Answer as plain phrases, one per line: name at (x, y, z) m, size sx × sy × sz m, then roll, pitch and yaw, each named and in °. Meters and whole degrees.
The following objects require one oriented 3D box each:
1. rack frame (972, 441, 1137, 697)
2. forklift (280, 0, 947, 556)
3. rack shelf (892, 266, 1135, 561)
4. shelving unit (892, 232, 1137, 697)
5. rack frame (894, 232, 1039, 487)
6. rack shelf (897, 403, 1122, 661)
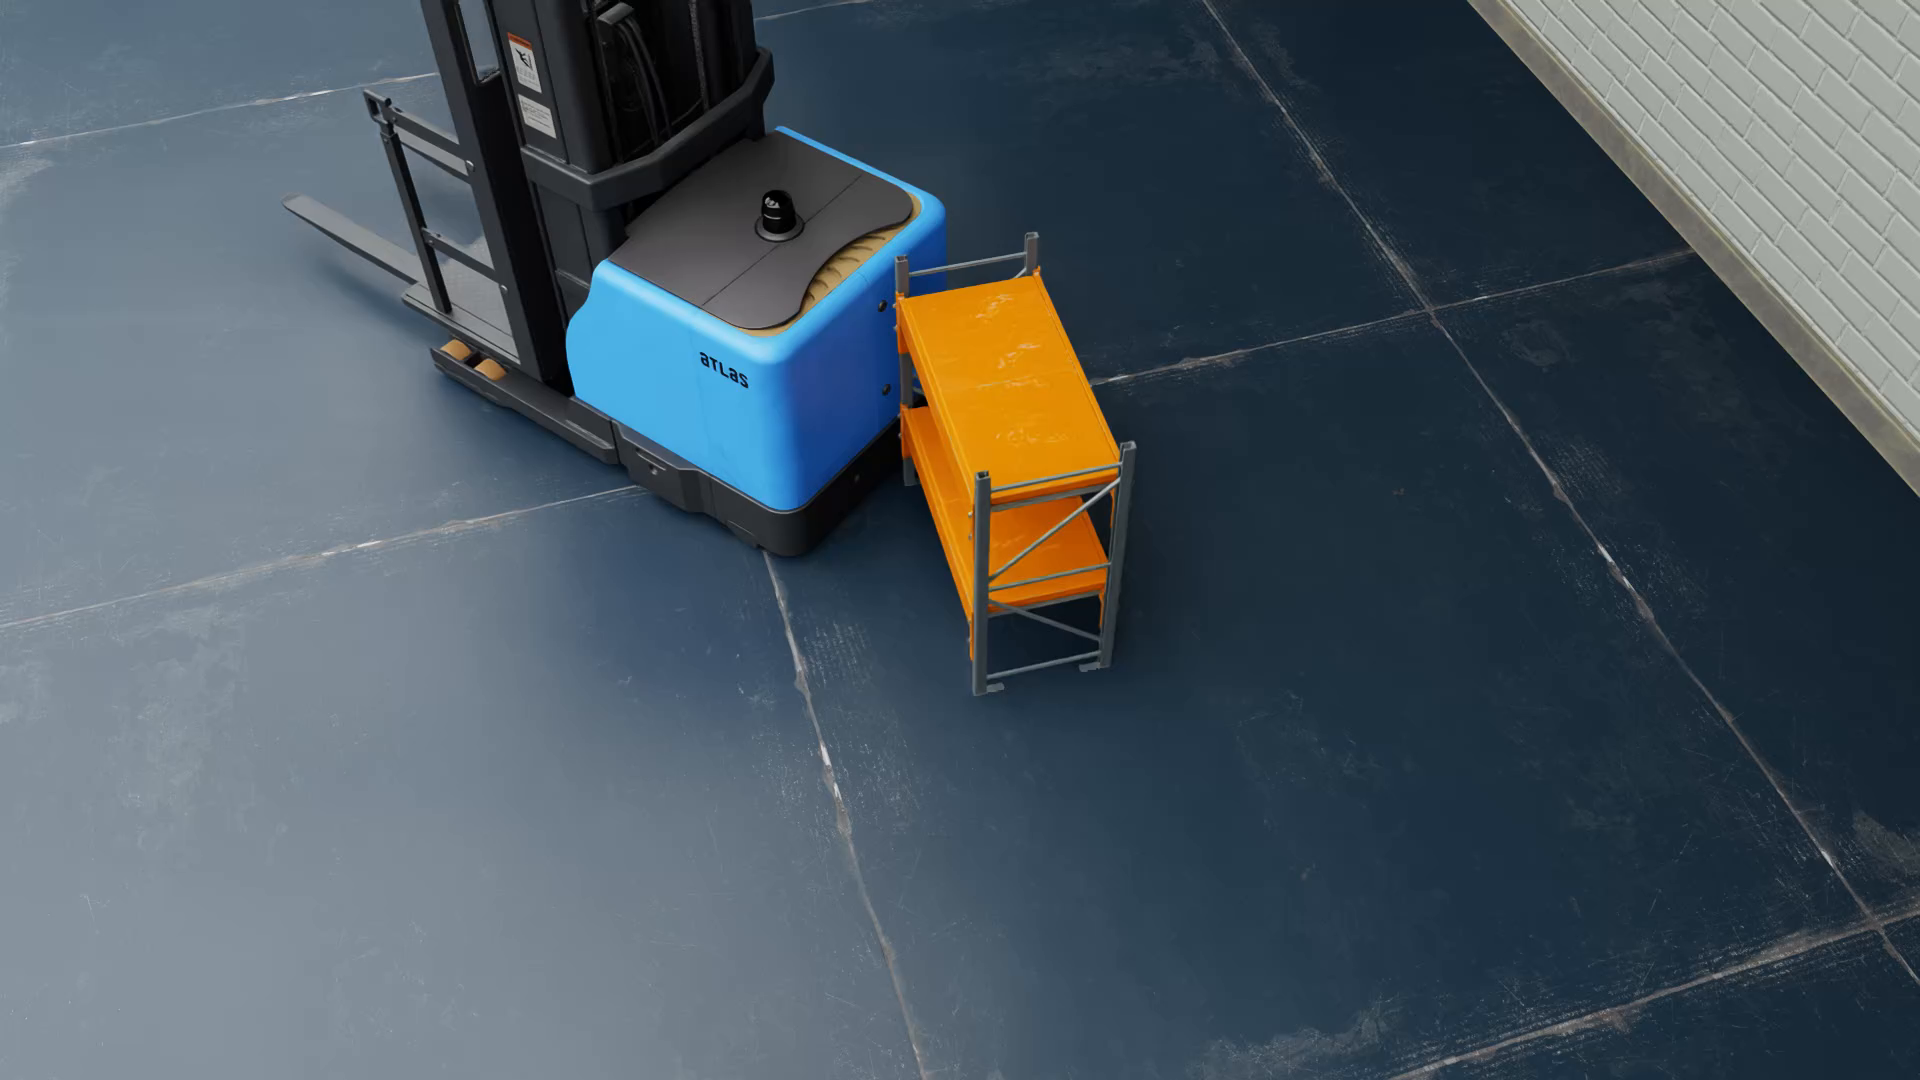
rack frame at (0.288, 0.123, 5.410) m, size 0.500 × 1.125 × 0.032 m, roll -12°, pitch 51°, yaw -10°
forklift at (-1.525, -1.808, 5.857) m, size 3.031 × 2.935 × 1.130 m, roll 29°, pitch 56°, yaw 22°
rack shelf at (0.156, -0.441, 5.503) m, size 0.538 × 0.278 × 1.000 m, roll -12°, pitch 51°, yaw -10°
shelving unit at (0.156, -0.252, 5.727) m, size 0.538 × 1.125 × 1.048 m, roll -12°, pitch 51°, yaw -10°
rack frame at (0.025, -0.627, 6.043) m, size 0.500 × 1.125 × 0.032 m, roll -12°, pitch 51°, yaw -10°
rack shelf at (0.156, -0.094, 5.914) m, size 0.538 × 0.278 × 1.000 m, roll -12°, pitch 51°, yaw -10°
